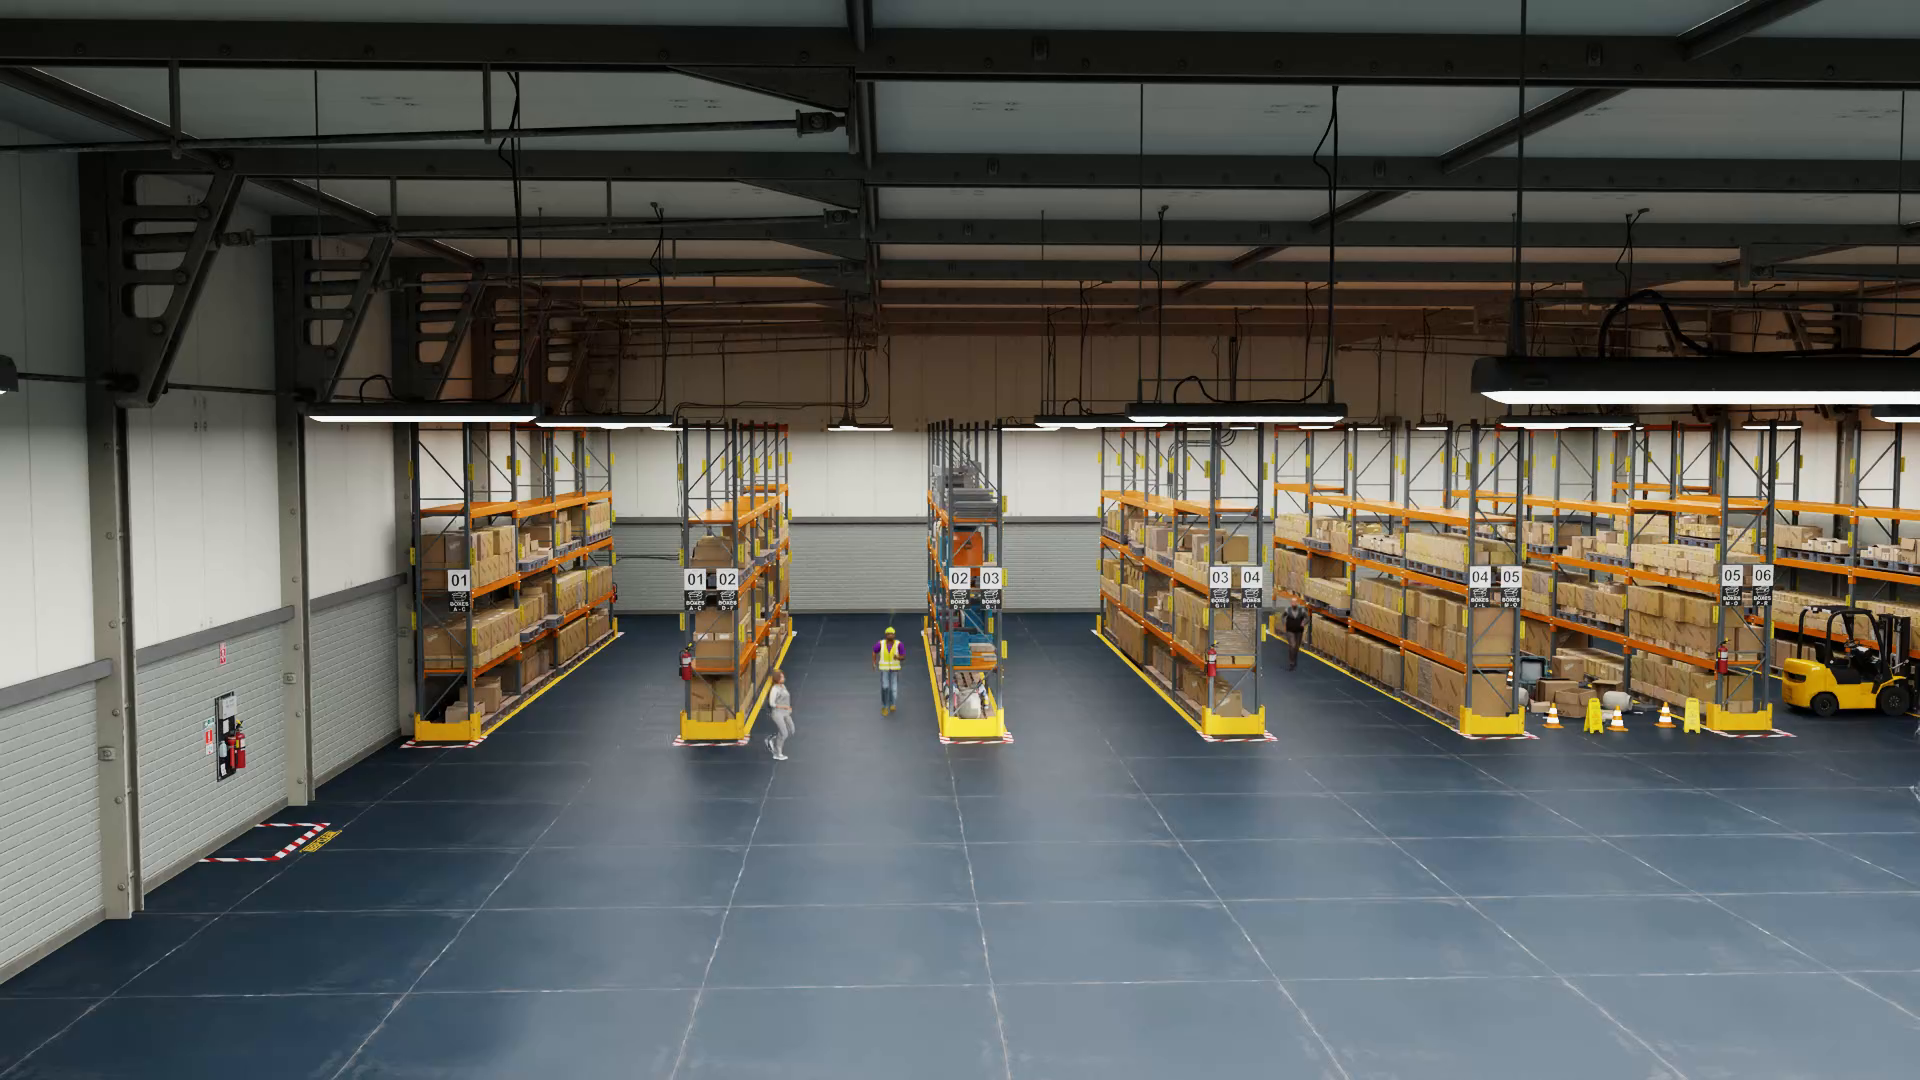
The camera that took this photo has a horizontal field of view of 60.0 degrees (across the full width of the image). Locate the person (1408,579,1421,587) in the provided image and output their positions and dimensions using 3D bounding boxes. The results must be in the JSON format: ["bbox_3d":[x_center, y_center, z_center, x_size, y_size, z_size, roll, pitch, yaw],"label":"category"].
[{"bbox_3d":[13.360,1.724,49.338,0.788,1.798,0.657,0,4,0],"label":"person"}]

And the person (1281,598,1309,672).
[{"bbox_3d":[8.140,2.272,40.398,0.656,1.755,0.837,0,4,0],"label":"person"}]

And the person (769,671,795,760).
[{"bbox_3d":[-3.131,3.076,29.156,0.551,1.553,0.529,2,4,22],"label":"person"}]

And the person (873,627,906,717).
[{"bbox_3d":[-1.430,2.680,33.804,0.671,1.827,0.757,0,4,-6],"label":"person"}]
